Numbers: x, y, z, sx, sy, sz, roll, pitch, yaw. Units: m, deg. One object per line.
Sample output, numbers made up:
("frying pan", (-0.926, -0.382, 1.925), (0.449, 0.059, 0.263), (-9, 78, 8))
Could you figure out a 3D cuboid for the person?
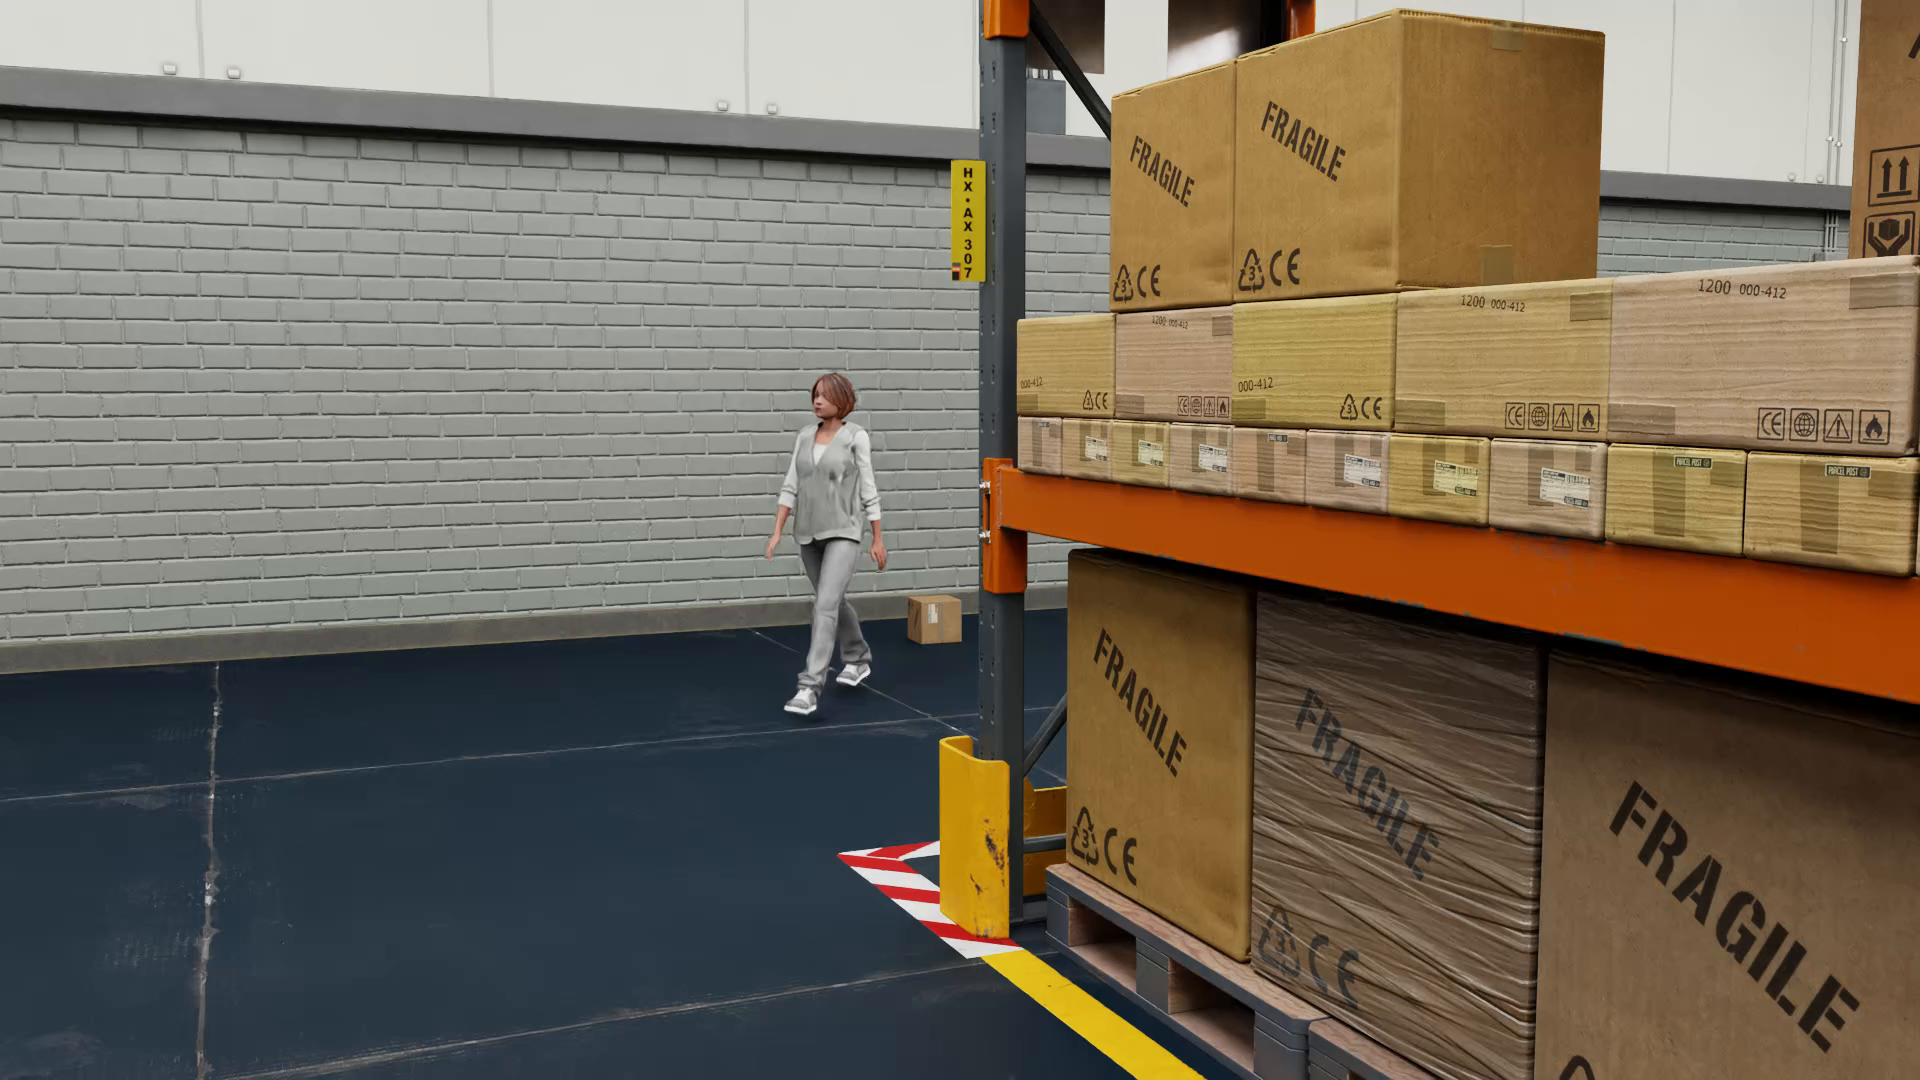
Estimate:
("person", (-0.635, -0.312, 7.731), (0.446, 0.933, 0.419), (3, 6, 29))
